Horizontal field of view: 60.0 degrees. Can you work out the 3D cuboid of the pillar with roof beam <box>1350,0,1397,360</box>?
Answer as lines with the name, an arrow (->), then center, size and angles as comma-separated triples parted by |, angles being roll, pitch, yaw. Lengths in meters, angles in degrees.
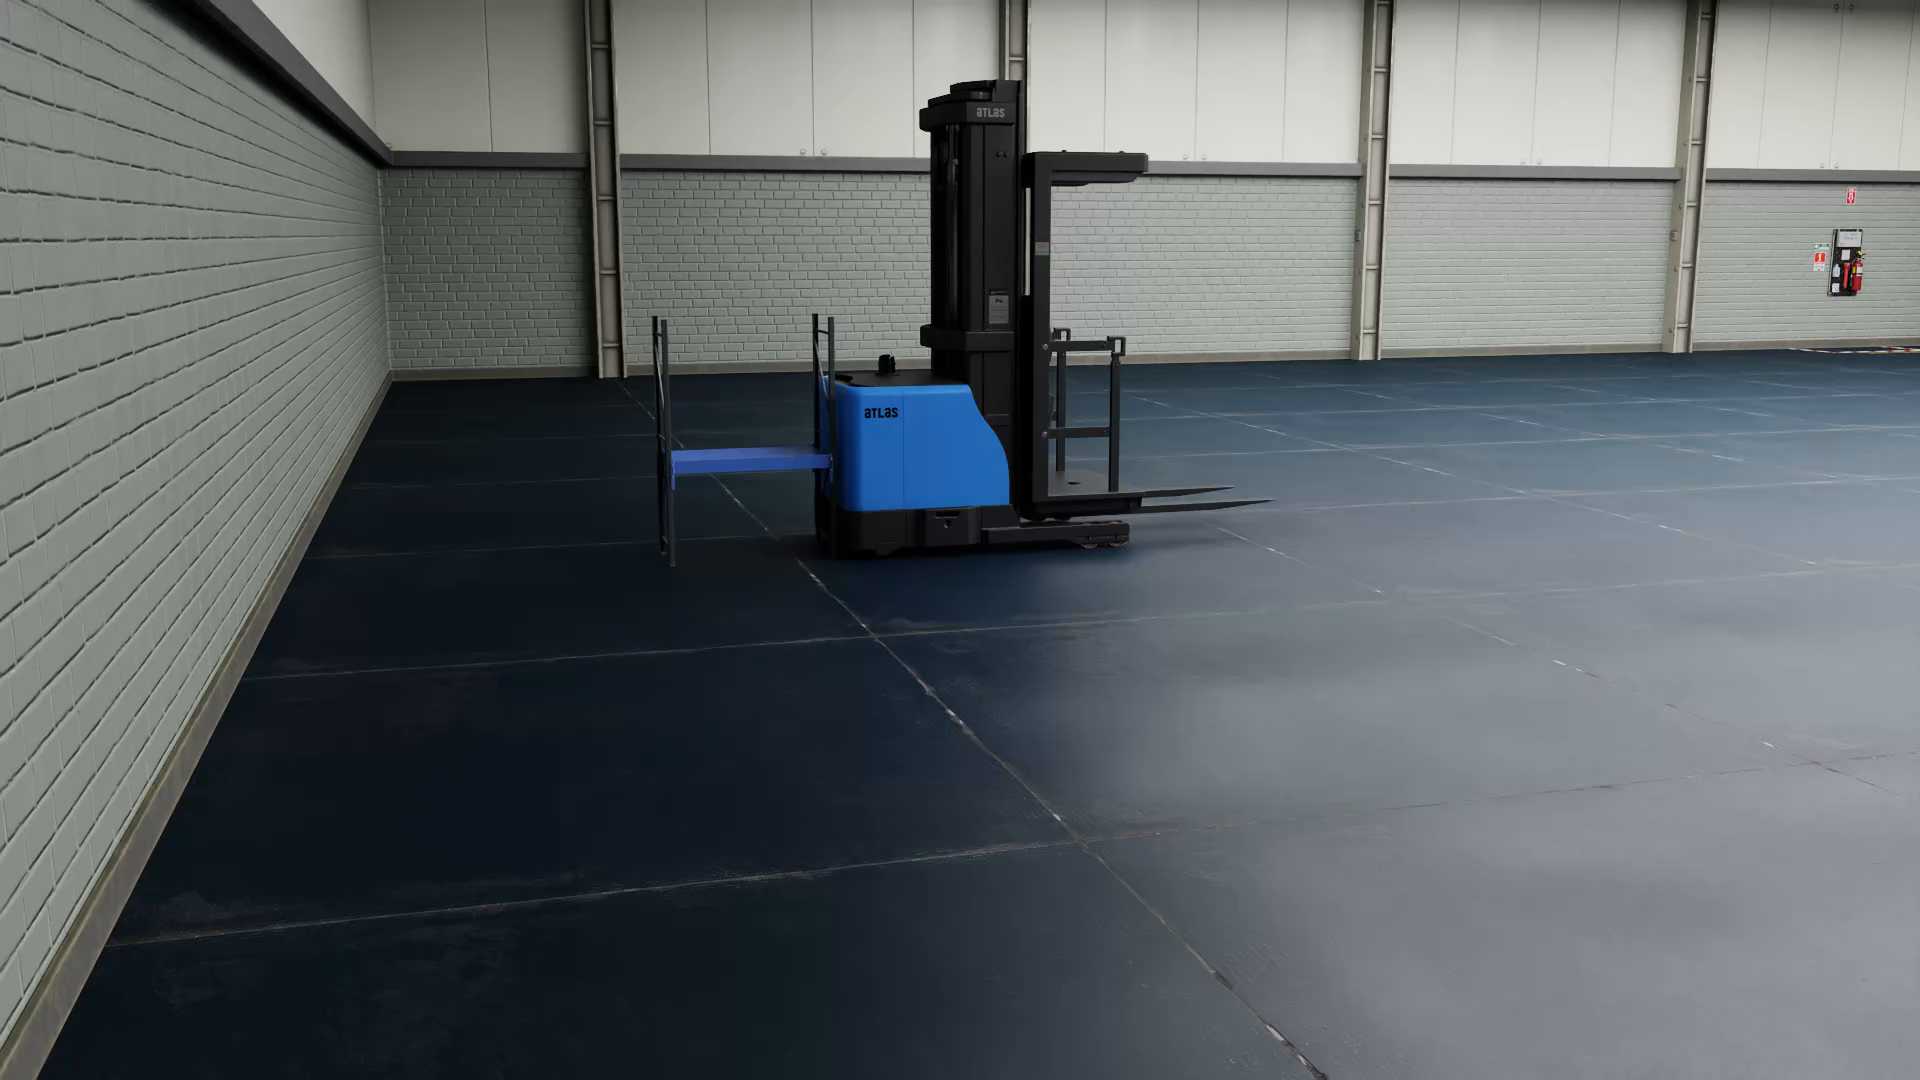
pillar with roof beam -> 7.773, -6.610, 22.097 | 0.400, 9.000, 9.100 | -3, 11, -16

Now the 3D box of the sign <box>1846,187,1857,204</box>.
sign -> 15.672, -6.054, 29.242 | 0.199, 0.298, 0.001 | -3, 11, -16

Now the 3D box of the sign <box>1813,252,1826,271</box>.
sign -> 15.148, -4.904, 29.303 | 0.234, 0.329, 0.001 | -3, 11, -16

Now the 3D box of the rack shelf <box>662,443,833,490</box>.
rack shelf -> -1.344, -0.466, 10.429 | 1.000, 0.185, 0.538 | -3, 11, -17

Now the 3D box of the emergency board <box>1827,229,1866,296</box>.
emergency board -> 15.708, -4.897, 29.360 | 0.643, 1.169, 0.194 | -3, 11, -16

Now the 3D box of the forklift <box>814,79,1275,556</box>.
forklift -> 0.597, -1.474, 10.960 | 3.031, 2.935, 1.130 | -3, 11, -17

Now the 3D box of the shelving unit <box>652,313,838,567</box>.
shelving unit -> -1.344, -0.643, 10.397 | 1.048, 1.500, 0.538 | -3, 11, -17

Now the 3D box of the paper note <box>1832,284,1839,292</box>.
paper note -> 15.519, -4.467, 29.457 | 0.142, 0.148, 0.016 | -3, 11, -16

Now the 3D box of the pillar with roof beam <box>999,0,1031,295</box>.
pillar with roof beam -> 2.012, -6.306, 20.448 | 0.400, 9.000, 9.100 | -3, 11, -16

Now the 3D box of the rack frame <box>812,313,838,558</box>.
rack frame -> -0.859, -0.670, 10.545 | 0.032, 1.500, 0.500 | -3, 11, -17

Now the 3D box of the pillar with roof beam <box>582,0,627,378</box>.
pillar with roof beam -> -3.749, -6.003, 18.798 | 0.400, 9.000, 9.100 | -3, 11, -16

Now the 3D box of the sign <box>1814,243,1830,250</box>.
sign -> 15.155, -5.164, 29.248 | 0.331, 0.109, 0.001 | -3, 11, -16

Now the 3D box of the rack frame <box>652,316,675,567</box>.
rack frame -> -1.830, -0.616, 10.249 | 0.032, 1.500, 0.500 | -3, 11, -17

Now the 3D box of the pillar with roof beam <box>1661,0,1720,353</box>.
pillar with roof beam -> 13.534, -6.914, 23.746 | 0.400, 9.000, 9.100 | -3, 11, -16
